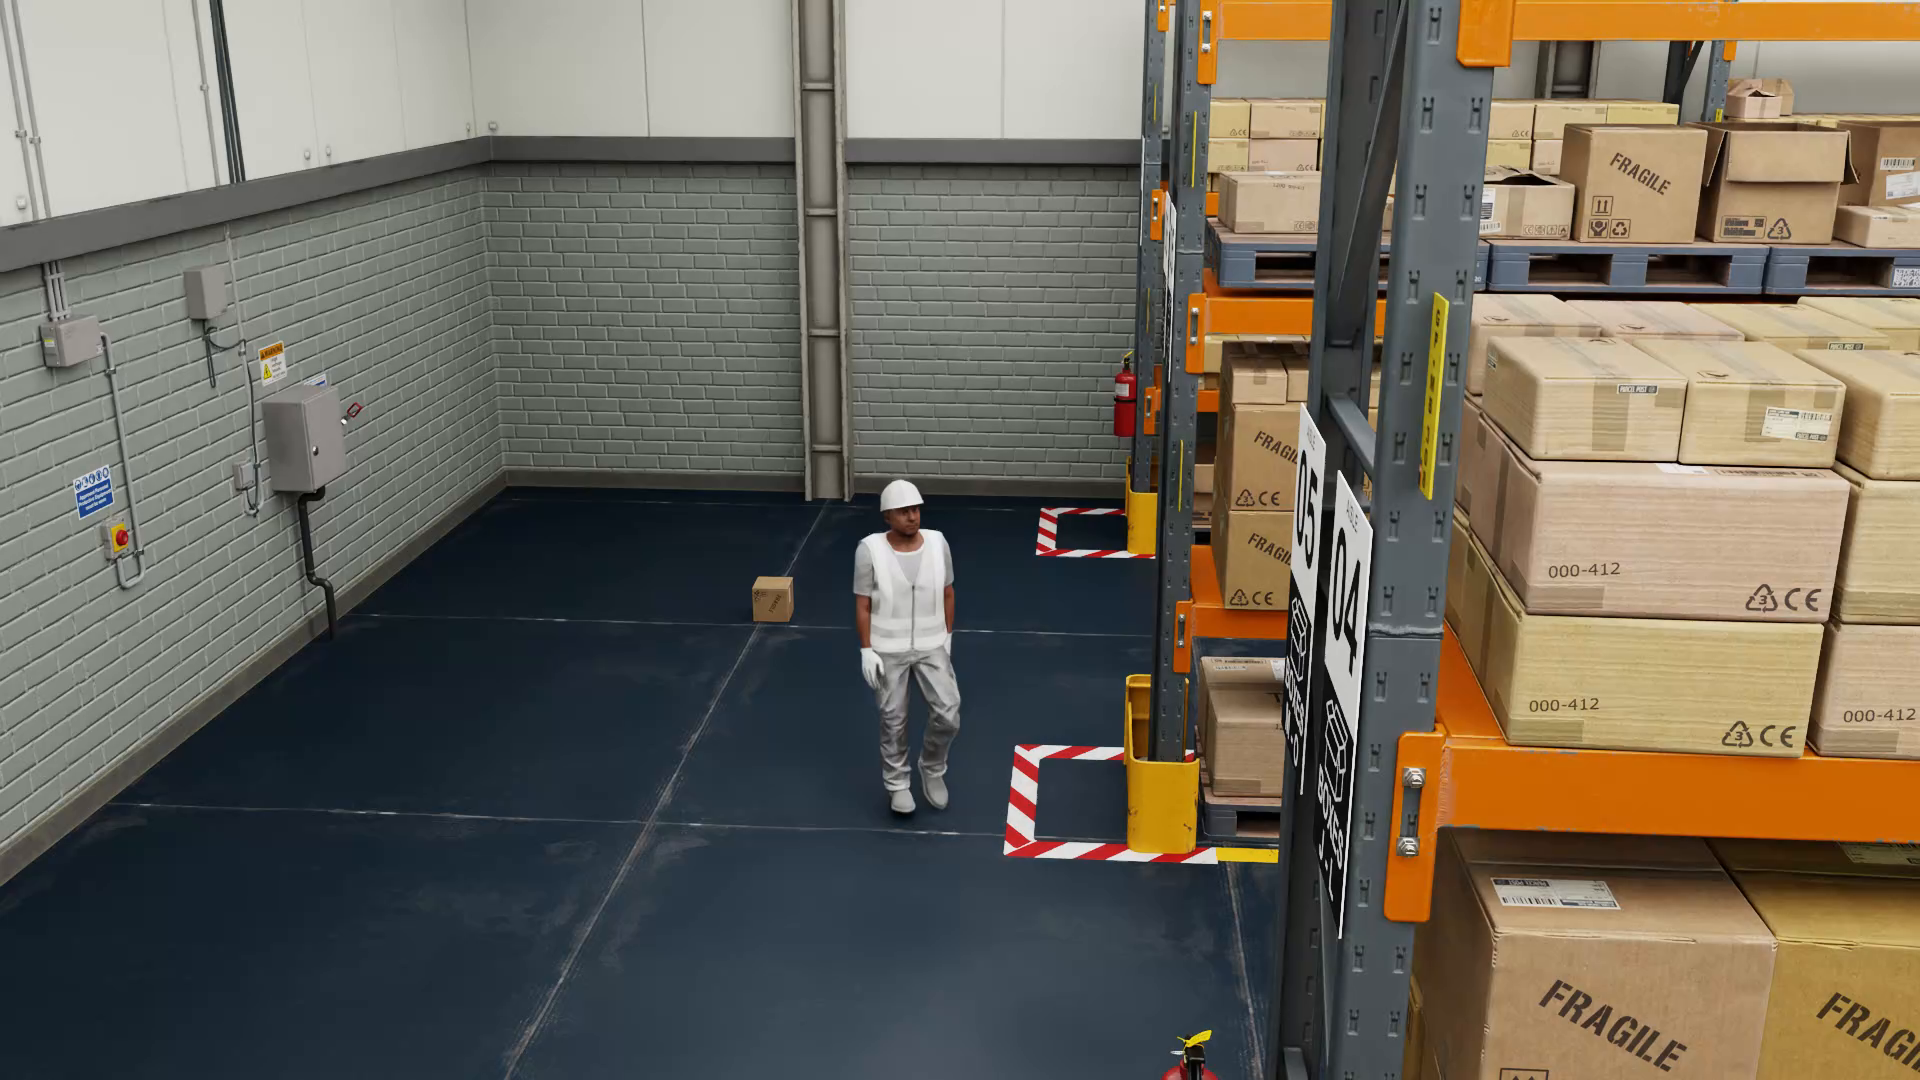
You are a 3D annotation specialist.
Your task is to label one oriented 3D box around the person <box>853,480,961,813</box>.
[{"bbox_3d":[-0.265,0.579,8.601,0.549,1.801,0.451,-4,18,-13],"label":"person"}]
